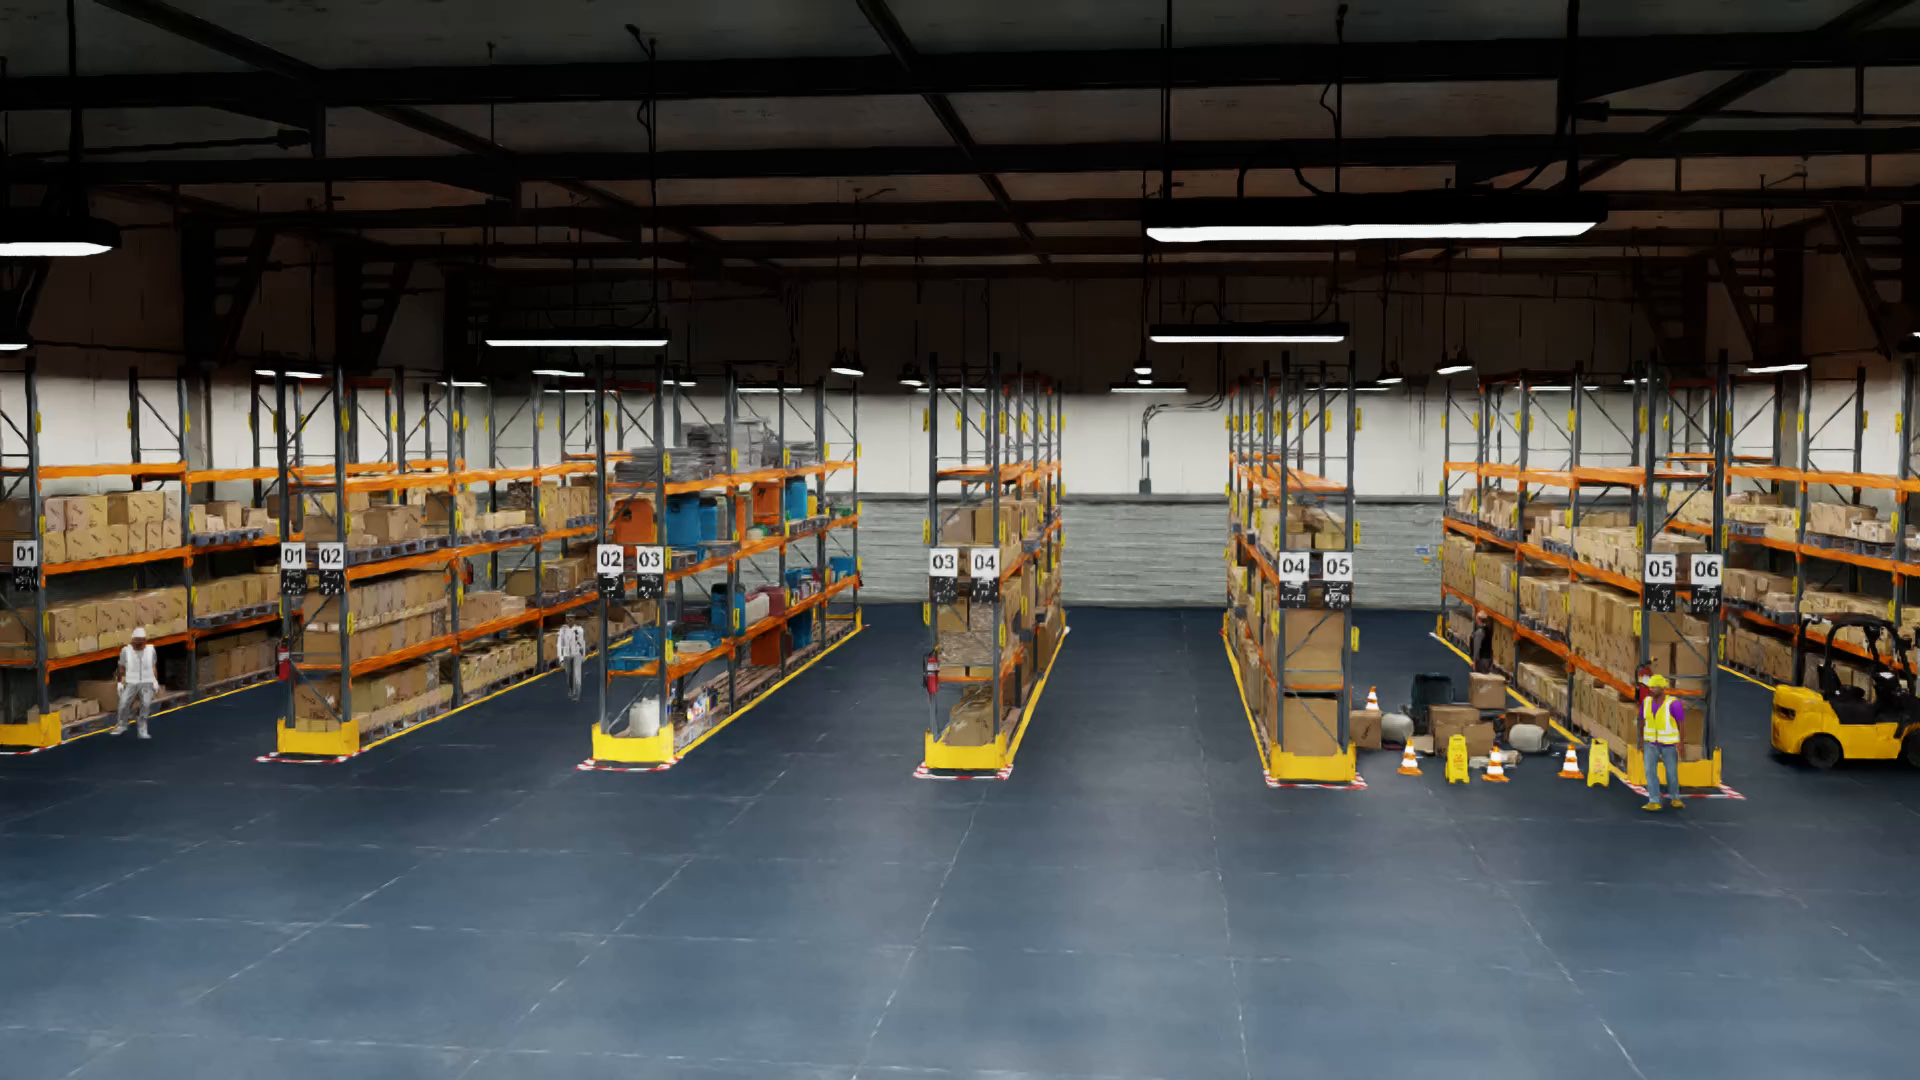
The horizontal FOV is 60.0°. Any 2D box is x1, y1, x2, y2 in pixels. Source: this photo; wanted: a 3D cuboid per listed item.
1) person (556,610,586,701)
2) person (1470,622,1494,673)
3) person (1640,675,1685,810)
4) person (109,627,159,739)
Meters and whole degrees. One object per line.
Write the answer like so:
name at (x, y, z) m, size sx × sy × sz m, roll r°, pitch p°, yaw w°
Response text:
person at (-6.996, 2.063, 29.899) m, size 0.483 × 1.615 × 0.993 m, roll 0°, pitch 4°, yaw -1°
person at (9.017, 2.183, 28.880) m, size 0.570 × 1.526 × 0.603 m, roll 2°, pitch 5°, yaw 31°
person at (9.101, 2.610, 21.541) m, size 0.599 × 1.753 × 0.574 m, roll 4°, pitch 6°, yaw 44°
person at (-13.041, 2.255, 26.241) m, size 0.721 × 1.771 × 0.523 m, roll -3°, pitch 5°, yaw -32°
